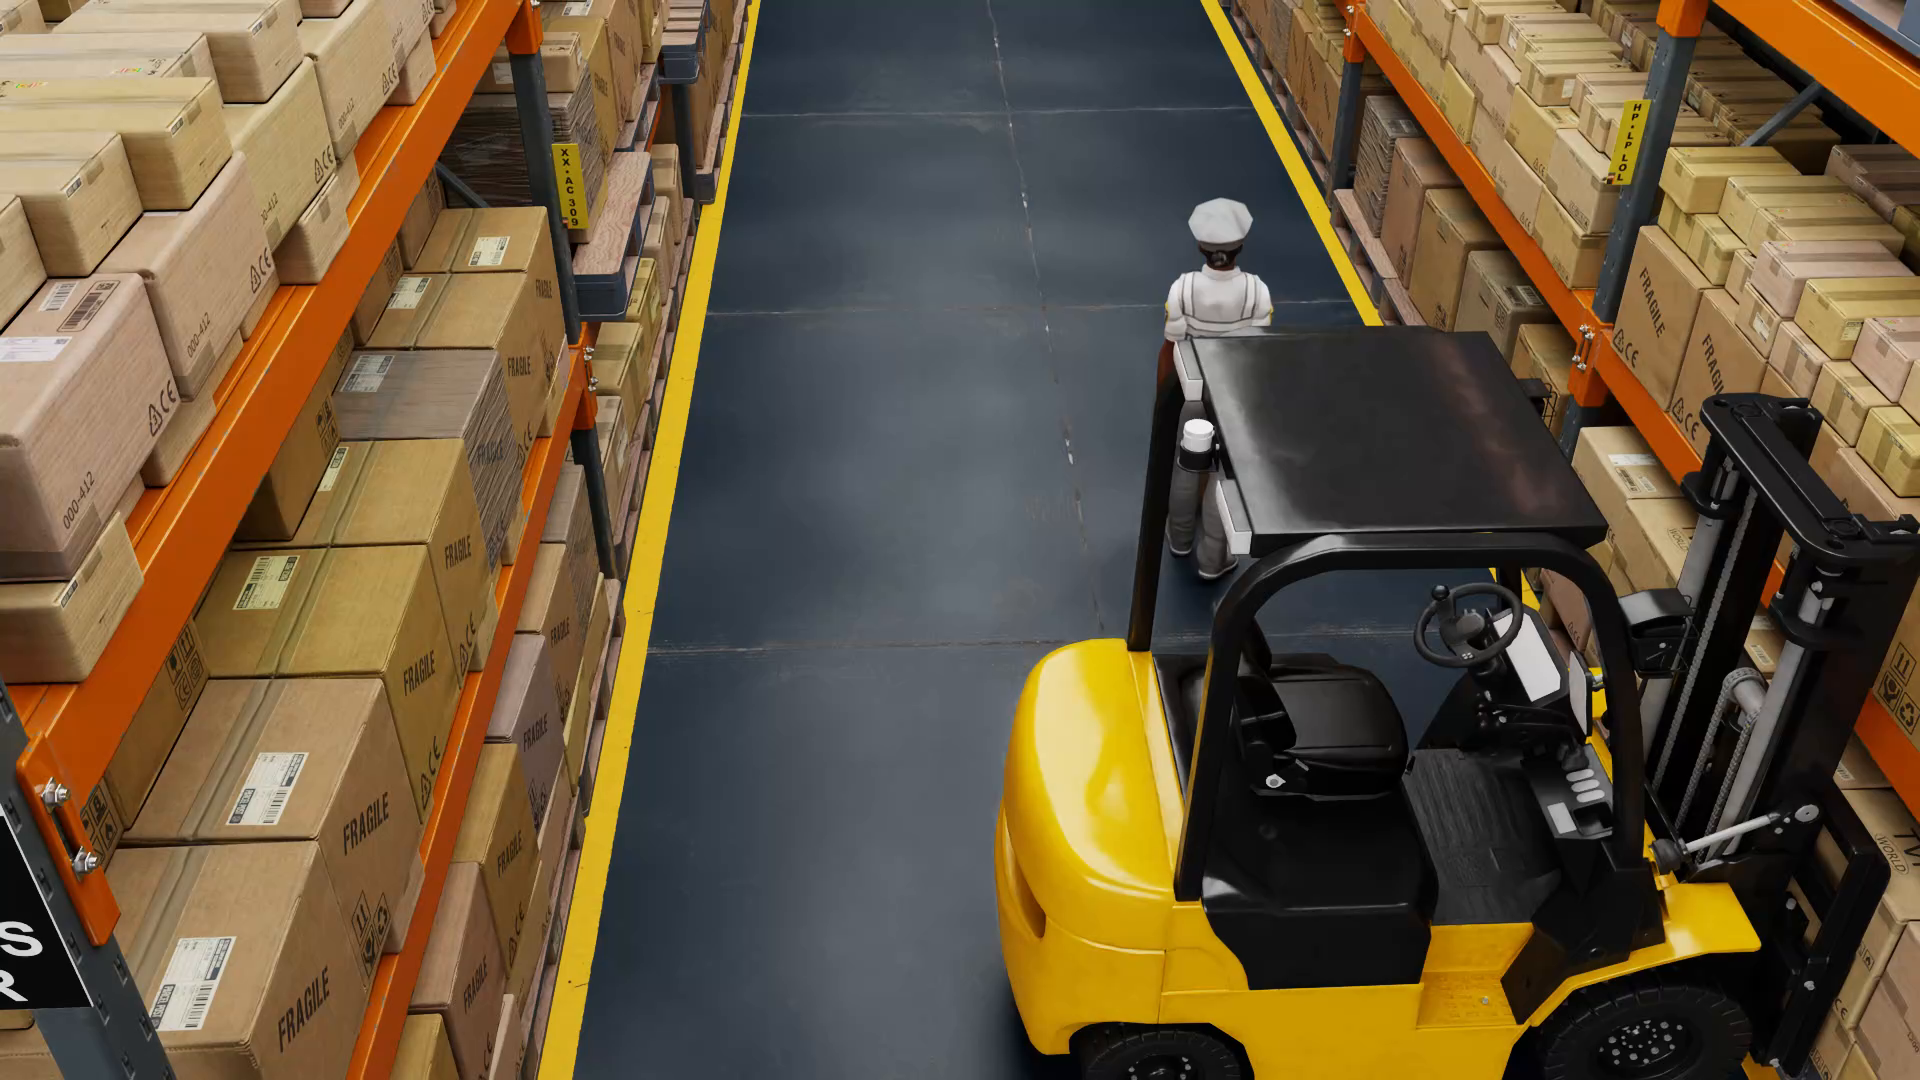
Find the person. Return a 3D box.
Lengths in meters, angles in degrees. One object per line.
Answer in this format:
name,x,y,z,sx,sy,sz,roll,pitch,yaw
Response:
person,1.062,-0.624,6.991,0.474,1.683,0.489,6,36,9
